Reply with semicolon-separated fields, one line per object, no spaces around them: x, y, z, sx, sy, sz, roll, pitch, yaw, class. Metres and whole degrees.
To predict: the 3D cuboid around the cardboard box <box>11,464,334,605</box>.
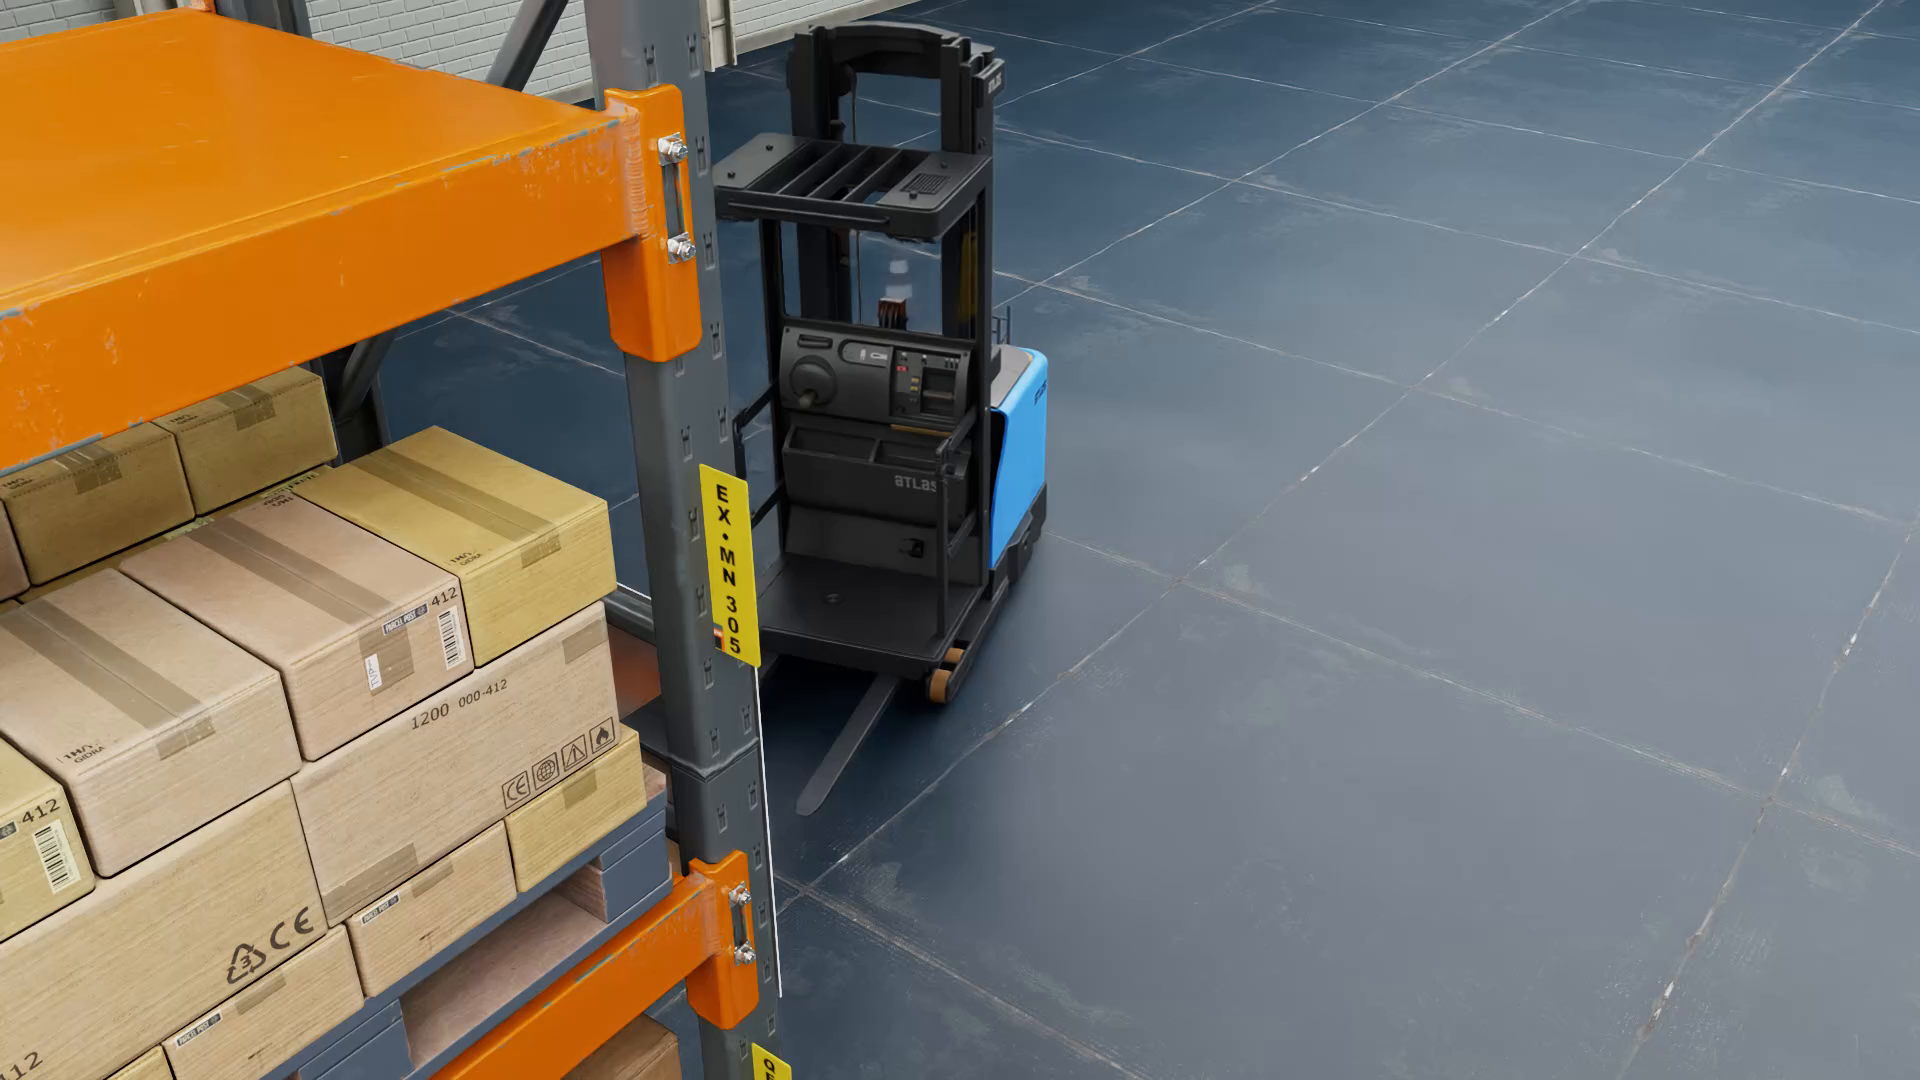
-1.268;0.046;2.634;0.500;0.250;0.500;21;37;31;cardboard box

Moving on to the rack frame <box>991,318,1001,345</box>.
0.105;-0.688;9.234;0.240;1.200;0.006;10;32;16;rack frame

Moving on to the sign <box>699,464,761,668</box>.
-0.348;0.042;2.505;0.100;0.325;0.005;21;37;31;sign

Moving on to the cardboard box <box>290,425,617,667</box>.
-0.705;-0.001;2.322;0.380;0.149;0.250;22;37;32;cardboard box

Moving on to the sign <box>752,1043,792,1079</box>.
-0.348;1.079;3.119;0.100;0.325;0.005;21;37;31;sign

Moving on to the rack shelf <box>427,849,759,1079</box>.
-1.979;1.338;1.813;1.077;0.370;4.000;21;37;31;rack shelf

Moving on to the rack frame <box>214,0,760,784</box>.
-0.772;-1.075;2.237;1.000;3.000;0.127;21;37;31;rack frame

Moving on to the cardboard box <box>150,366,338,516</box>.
-1.227;-0.205;2.666;0.380;0.149;0.250;22;37;32;cardboard box

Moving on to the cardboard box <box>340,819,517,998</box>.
-0.855;0.442;2.357;0.380;0.149;0.250;21;37;32;cardboard box

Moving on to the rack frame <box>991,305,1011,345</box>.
0.163;-0.776;9.383;0.240;1.200;0.006;10;32;16;rack frame

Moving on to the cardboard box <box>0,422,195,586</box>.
-1.379;-0.104;2.495;0.380;0.149;0.250;21;37;32;cardboard box

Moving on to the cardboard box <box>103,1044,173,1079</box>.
-1.163;0.649;2.007;0.380;0.149;0.250;21;37;32;cardboard box

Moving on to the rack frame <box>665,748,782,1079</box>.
-0.772;1.506;3.766;1.000;3.000;0.127;21;37;31;rack frame

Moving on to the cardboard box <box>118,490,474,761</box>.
-0.857;0.100;2.152;0.380;0.149;0.250;21;37;32;cardboard box

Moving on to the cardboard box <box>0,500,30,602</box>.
-1.533;0.001;2.319;0.380;0.149;0.250;21;36;31;cardboard box

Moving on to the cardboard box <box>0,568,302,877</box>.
-1.011;0.204;1.976;0.380;0.149;0.250;22;37;32;cardboard box

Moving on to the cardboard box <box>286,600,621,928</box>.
-0.845;0.214;2.351;0.500;0.250;0.500;22;37;32;cardboard box

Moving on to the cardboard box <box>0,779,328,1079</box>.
-1.147;0.417;2.008;0.500;0.250;0.500;21;37;31;cardboard box

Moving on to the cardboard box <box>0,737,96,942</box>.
-1.166;0.310;1.798;0.380;0.149;0.250;22;37;32;cardboard box

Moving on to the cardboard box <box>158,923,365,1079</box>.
-1.010;0.546;2.180;0.380;0.149;0.250;22;37;32;cardboard box

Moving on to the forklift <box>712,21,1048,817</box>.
-0.467;-0.711;7.575;1.130;2.935;3.031;10;32;16;forklift

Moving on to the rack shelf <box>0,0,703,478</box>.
-1.979;0.220;1.150;1.077;0.370;4.000;21;37;31;rack shelf

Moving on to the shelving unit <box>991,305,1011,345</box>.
0.134;-0.732;9.309;0.258;1.200;0.189;10;32;16;shelving unit

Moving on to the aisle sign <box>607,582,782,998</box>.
-0.490;0.451;2.996;0.394;0.787;0.004;21;37;31;aisle sign

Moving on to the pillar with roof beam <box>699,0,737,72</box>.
0.798;-7.630;13.298;9.100;9.000;0.400;21;37;31;pillar with roof beam

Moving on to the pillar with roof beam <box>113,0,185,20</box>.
-2.824;-5.191;9.183;9.100;9.000;0.400;21;37;31;pillar with roof beam

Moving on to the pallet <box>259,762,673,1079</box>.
-1.211;0.559;2.510;1.003;0.211;1.213;21;37;31;pallet

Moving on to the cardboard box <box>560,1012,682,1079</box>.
-1.027;1.116;3.218;0.875;0.550;0.550;21;37;31;cardboard box

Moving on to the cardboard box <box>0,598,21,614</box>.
-1.573;0.253;2.285;0.500;0.250;0.500;21;36;31;cardboard box

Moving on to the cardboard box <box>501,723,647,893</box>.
-0.702;0.340;2.529;0.380;0.149;0.250;21;37;31;cardboard box
